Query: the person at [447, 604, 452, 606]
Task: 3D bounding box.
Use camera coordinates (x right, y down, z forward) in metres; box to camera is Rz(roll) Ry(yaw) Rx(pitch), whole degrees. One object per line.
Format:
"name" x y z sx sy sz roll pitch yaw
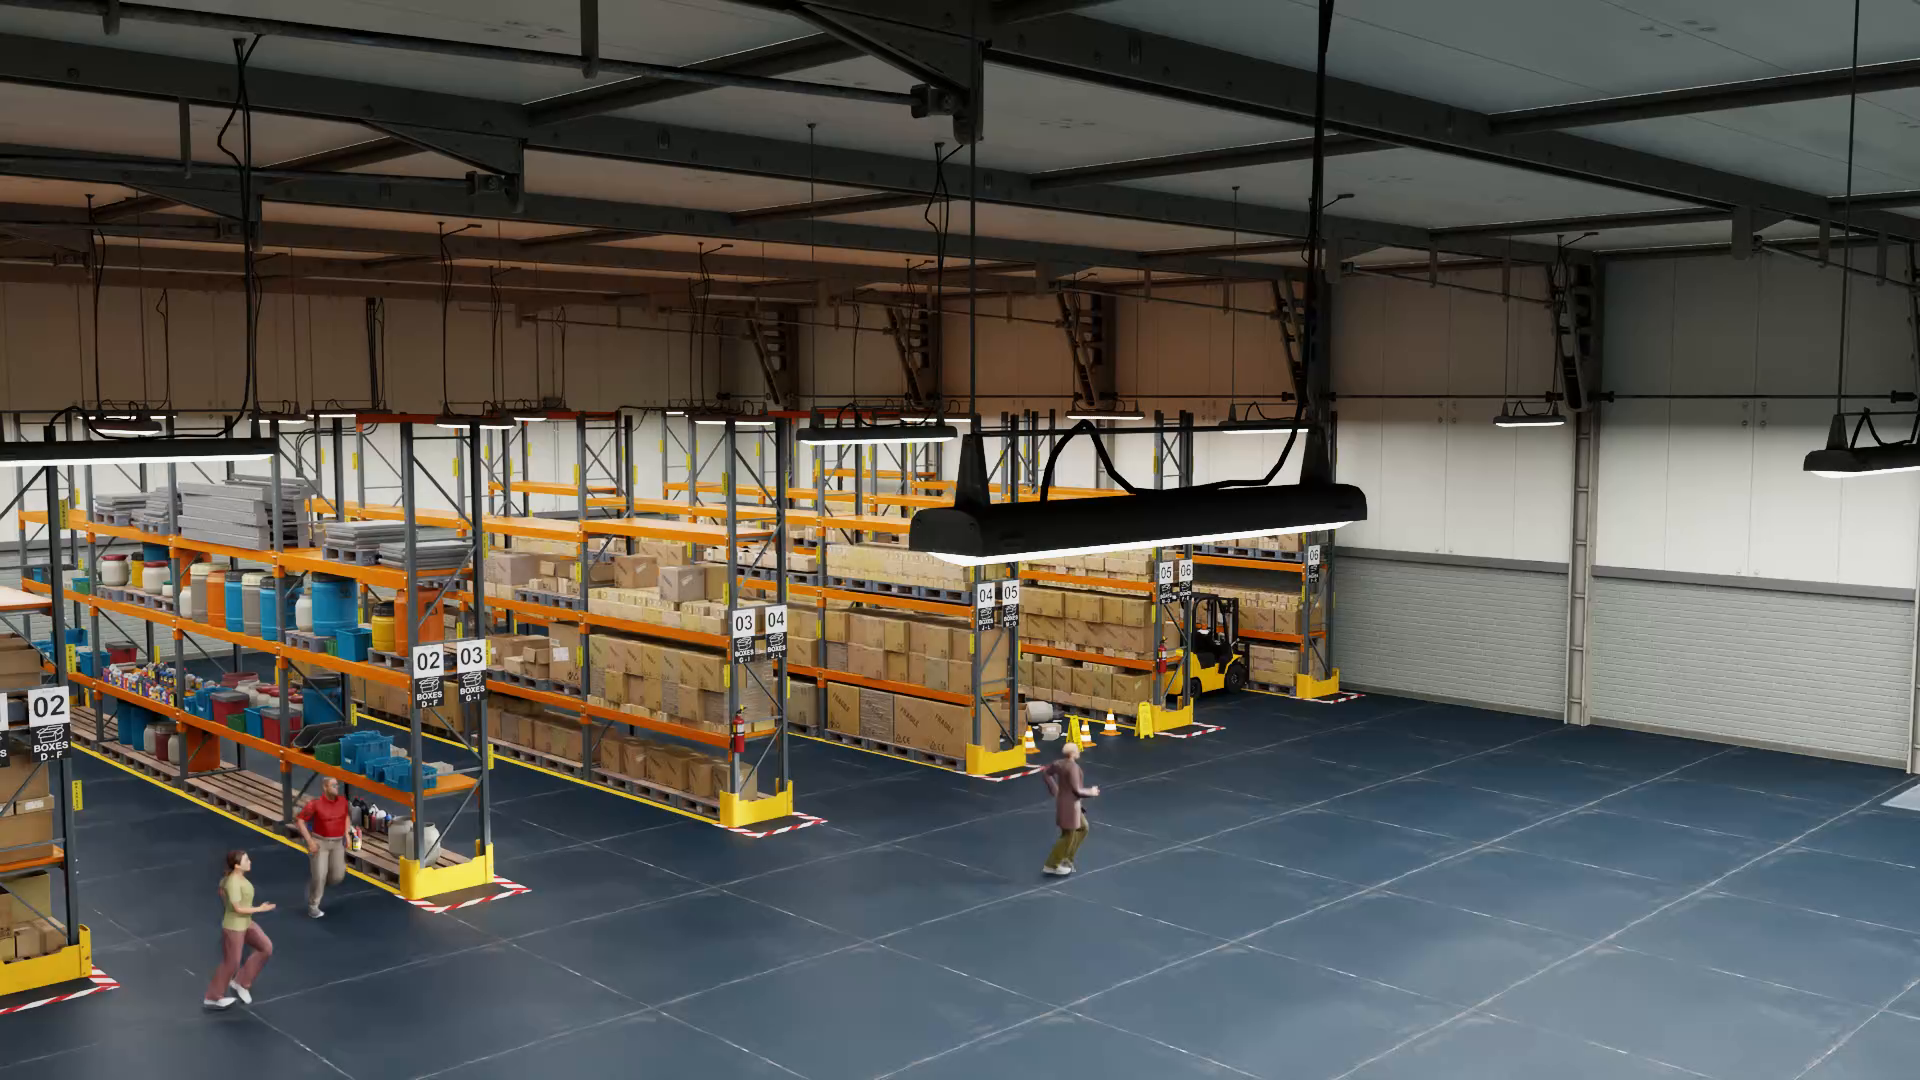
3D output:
"person" -11.937 2.240 38.233 0.742 1.540 0.506 -2 5 -22

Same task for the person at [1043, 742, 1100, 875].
"person" 1.463 3.555 21.931 0.760 1.794 0.697 -1 5 -12

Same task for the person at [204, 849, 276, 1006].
"person" -7.448 4.005 17.190 0.740 1.652 0.544 -1 5 -11

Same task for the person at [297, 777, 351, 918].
"person" -7.771 3.730 20.400 0.559 1.660 0.707 4 6 40
